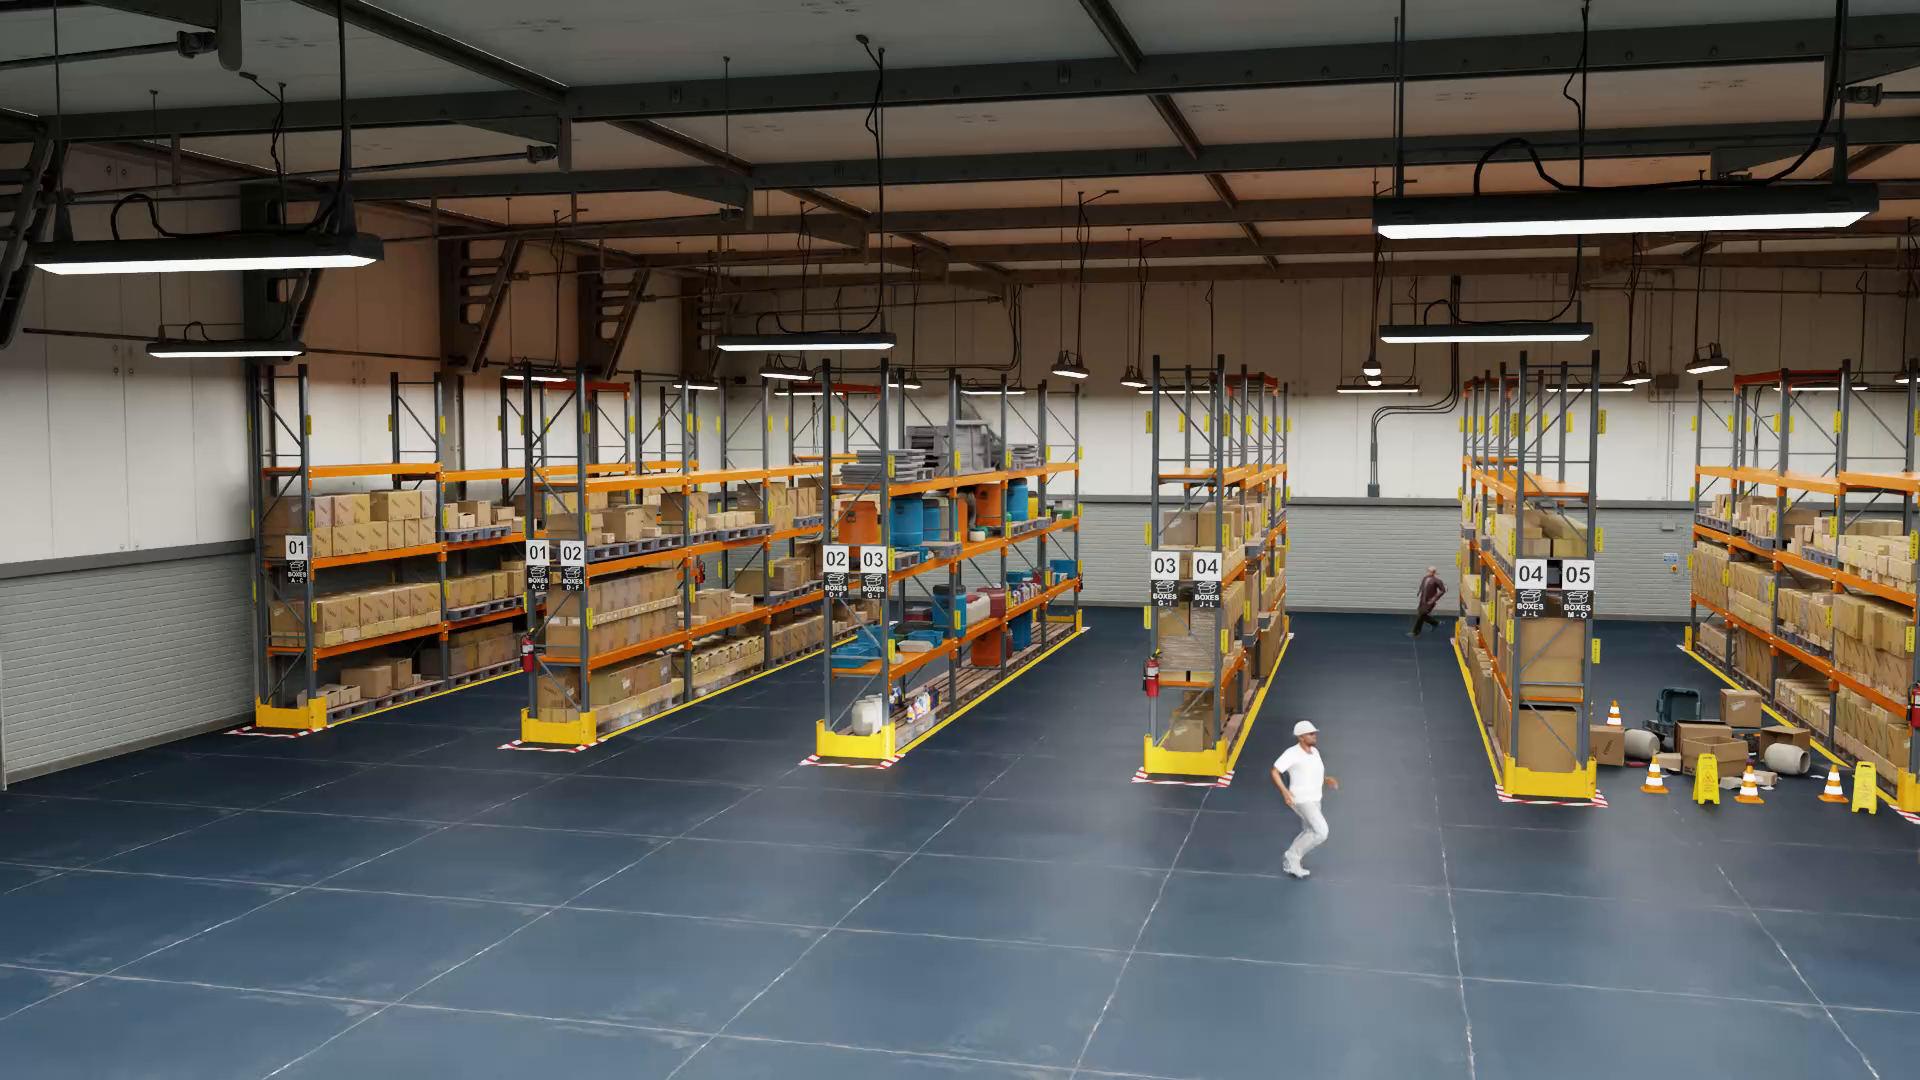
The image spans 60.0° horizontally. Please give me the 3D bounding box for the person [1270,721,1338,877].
[{"bbox_3d":[3.840,2.861,18.311,0.634,1.724,0.683,3,5,38],"label":"person"}]

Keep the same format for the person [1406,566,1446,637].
[{"bbox_3d":[11.091,1.454,39.145,0.944,1.695,0.752,-2,4,-22],"label":"person"}]
